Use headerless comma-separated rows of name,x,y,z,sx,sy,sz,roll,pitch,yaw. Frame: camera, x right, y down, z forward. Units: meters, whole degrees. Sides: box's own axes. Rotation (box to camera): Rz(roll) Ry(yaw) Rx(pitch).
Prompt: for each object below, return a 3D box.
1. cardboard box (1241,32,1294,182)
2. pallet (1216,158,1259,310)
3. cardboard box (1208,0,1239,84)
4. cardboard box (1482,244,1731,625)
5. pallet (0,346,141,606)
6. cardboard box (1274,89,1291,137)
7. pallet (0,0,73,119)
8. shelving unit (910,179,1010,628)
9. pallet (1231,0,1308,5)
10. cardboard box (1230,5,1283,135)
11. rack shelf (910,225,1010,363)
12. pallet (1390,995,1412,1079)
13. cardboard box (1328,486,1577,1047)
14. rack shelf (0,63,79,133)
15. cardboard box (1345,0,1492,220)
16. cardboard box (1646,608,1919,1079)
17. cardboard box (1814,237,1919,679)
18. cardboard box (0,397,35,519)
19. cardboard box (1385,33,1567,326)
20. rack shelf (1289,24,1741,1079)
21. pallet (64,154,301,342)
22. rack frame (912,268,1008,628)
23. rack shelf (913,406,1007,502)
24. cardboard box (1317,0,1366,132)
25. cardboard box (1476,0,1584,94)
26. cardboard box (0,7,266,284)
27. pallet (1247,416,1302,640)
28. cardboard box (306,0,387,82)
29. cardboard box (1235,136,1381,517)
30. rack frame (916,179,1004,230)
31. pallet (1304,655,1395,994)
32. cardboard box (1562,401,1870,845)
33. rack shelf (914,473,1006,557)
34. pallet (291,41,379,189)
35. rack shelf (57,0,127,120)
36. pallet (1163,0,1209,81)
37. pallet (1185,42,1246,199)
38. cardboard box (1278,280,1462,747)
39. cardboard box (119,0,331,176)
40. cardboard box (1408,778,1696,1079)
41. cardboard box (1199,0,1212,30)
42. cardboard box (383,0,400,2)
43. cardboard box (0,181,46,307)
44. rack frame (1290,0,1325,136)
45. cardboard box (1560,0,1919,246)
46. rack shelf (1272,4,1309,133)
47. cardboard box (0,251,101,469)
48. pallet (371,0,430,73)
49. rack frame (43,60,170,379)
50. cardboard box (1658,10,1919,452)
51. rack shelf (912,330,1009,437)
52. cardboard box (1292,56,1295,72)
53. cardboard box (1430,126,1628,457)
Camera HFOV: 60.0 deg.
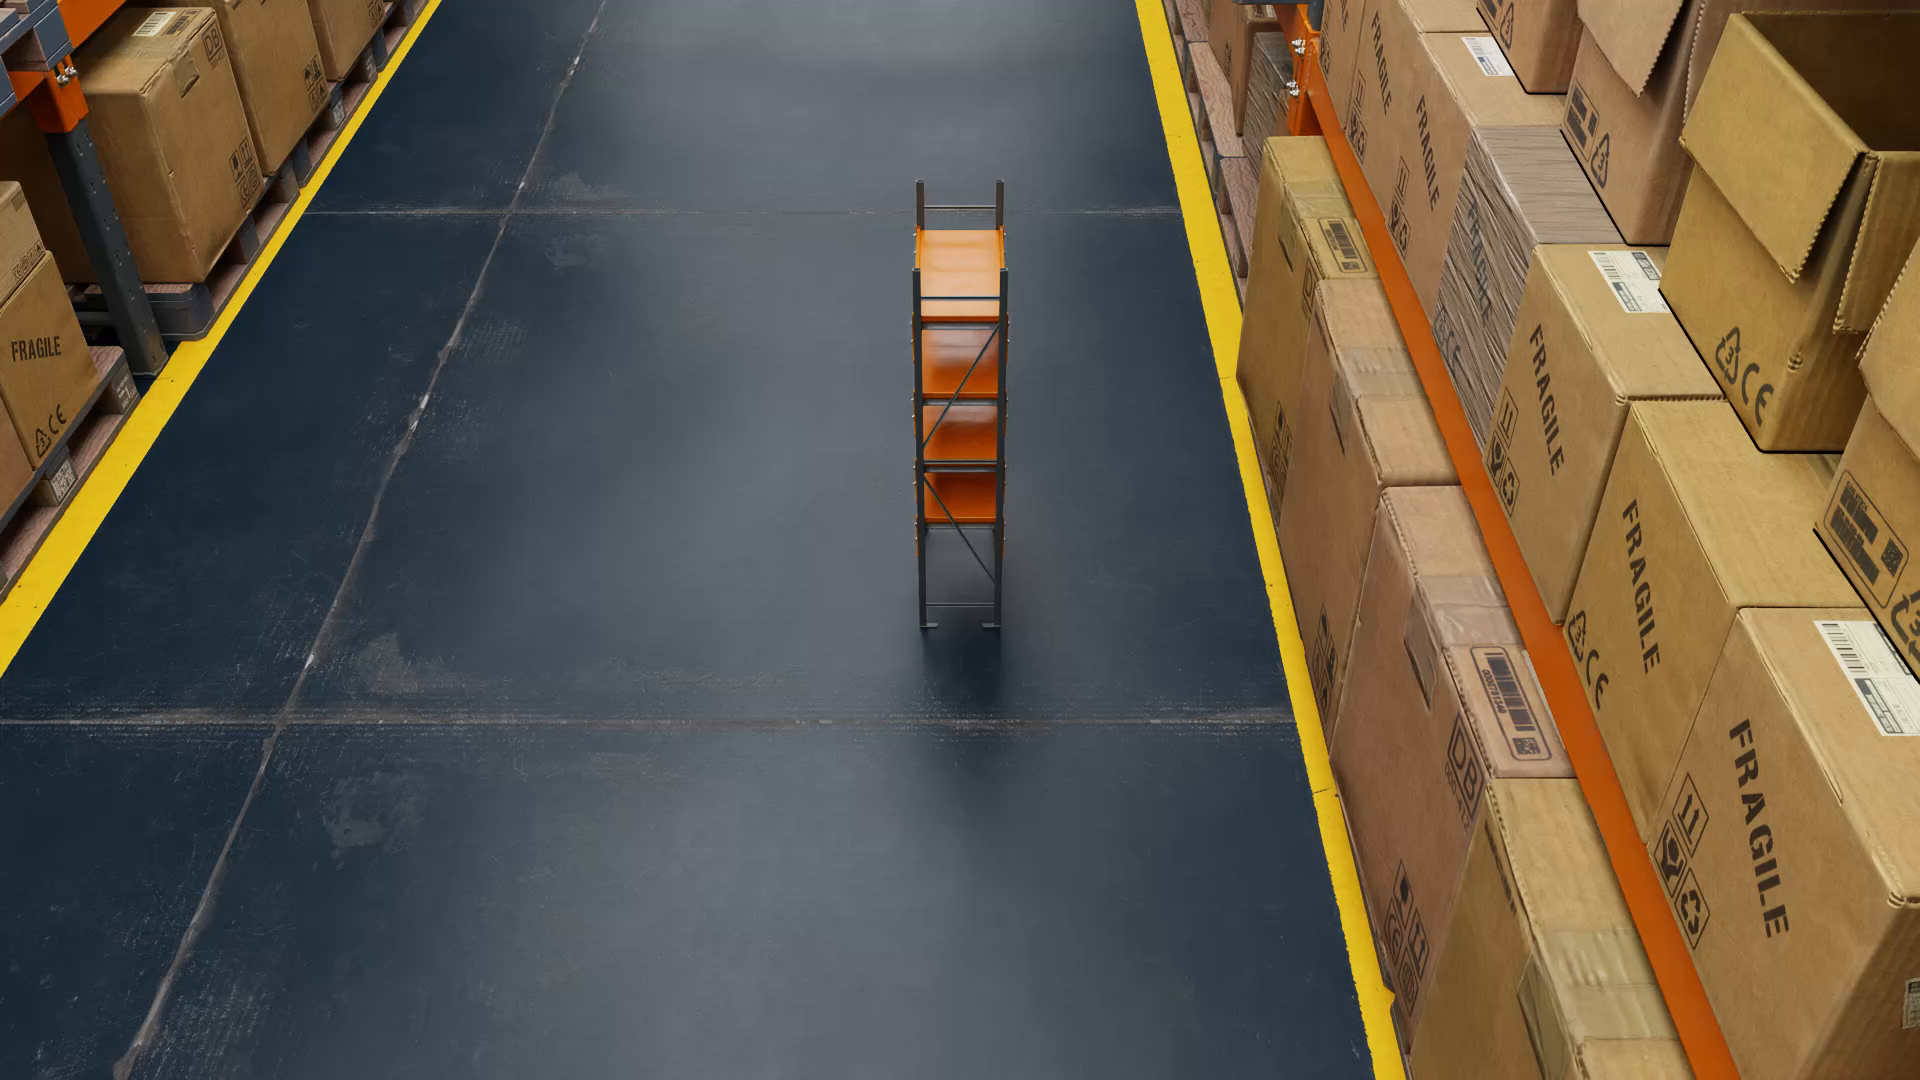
cardboard box,1.542,-1.692,6.610,0.700,0.500,0.500,-3,39,-4
pallet,1.576,-1.131,6.492,1.003,0.211,1.213,0,39,0
cardboard box,1.533,-2.396,7.488,0.700,0.500,0.500,-3,39,-4
cardboard box,1.306,-0.196,3.016,0.500,0.500,0.500,0,39,-1
pallet,-3.385,-0.213,5.347,1.003,0.211,1.213,0,39,0
cardboard box,1.555,-1.345,6.177,0.700,0.500,0.500,-2,39,-2
pallet,-3.277,-1.269,4.589,1.213,0.211,1.003,0,39,0
shelving unit,0.000,-0.365,4.746,0.258,1.200,0.503,0,39,0
pallet,1.468,-2.101,5.626,1.213,0.211,1.003,0,39,0
cardboard box,1.534,-2.047,7.053,0.700,0.500,0.500,3,39,4
rack shelf,0.000,-0.671,4.500,0.258,0.148,0.480,0,39,0
pallet,1.504,1.377,3.363,1.003,0.211,1.213,0,39,0
cardboard box,1.558,0.477,3.619,1.225,0.875,0.875,-1,39,-2
rack shelf,-3.382,-0.258,3.749,1.077,0.370,4.000,0,39,0
cardboard box,1.307,-1.143,4.197,0.500,0.500,0.500,-1,39,-1
cardboard box,1.307,0.440,2.222,0.500,0.500,0.500,0,39,0
cardboard box,1.571,-0.059,2.042,0.797,0.503,0.637,-1,39,-1
cardboard box,-3.125,-0.242,4.817,0.500,0.500,0.500,1,39,2
cardboard box,1.311,-0.822,3.797,0.500,0.500,0.500,-1,39,-1
rack shelf,1.578,-0.199,3.675,1.077,0.370,4.000,0,39,0
pallet,-3.310,-1.195,6.572,1.003,0.211,1.213,0,39,0
rack frame,0.000,-0.212,4.555,0.240,1.200,0.015,0,39,0
rack shelf,0.000,-0.312,4.788,0.258,0.148,0.480,0,39,0
cardboard box,1.304,-1.465,4.600,0.500,0.500,0.500,1,39,1
cardboard box,1.558,-1.296,3.586,0.797,0.503,0.637,1,39,1
cardboard box,-3.295,-1.457,6.132,1.050,0.750,0.750,-1,39,-1
pallet,1.501,-0.149,5.267,1.003,0.211,1.213,0,39,0
cardboard box,-3.301,-2.586,7.541,1.050,0.750,0.750,0,39,0
cardboard box,1.556,-0.633,5.005,1.225,0.875,0.875,-2,39,-2
rack frame,0.000,-0.517,4.936,0.240,1.200,0.015,0,39,0
pallet,1.500,0.612,4.317,1.003,0.211,1.213,0,39,0
cardboard box,1.313,0.130,2.609,0.500,0.500,0.500,1,39,1
rack shelf,0.000,-0.157,4.912,0.258,0.148,0.480,0,39,0
pallet,-3.308,-1.956,7.522,1.003,0.211,1.213,0,39,0
rack shelf,-3.387,-2.760,6.870,1.077,0.370,4.000,0,39,0
pallet,1.574,-2.657,8.396,1.003,0.211,1.213,0,39,0
pallet,1.578,-1.892,7.442,1.003,0.211,1.213,0,39,0
cardboard box,1.549,-0.076,4.309,1.225,0.875,0.875,0,39,0
cardboard box,-3.299,-2.003,6.814,1.050,0.750,0.750,1,39,1
cardboard box,1.560,1.036,2.922,1.225,0.875,0.875,0,39,0
cardboard box,1.532,-2.746,7.924,0.700,0.500,0.500,0,39,0
cardboard box,-3.298,-3.189,8.294,1.050,0.750,0.750,0,39,0
cardboard box,-3.121,-0.843,4.967,0.500,0.250,0.500,-1,39,-1
rack frame,1.576,-1.730,5.010,1.000,3.000,0.127,0,39,0
cardboard box,1.566,-0.877,3.063,0.797,0.503,0.637,1,39,1
rack shelf,1.573,-2.700,6.796,1.077,0.370,4.000,0,39,0
cardboard box,-3.122,-0.567,5.222,0.500,0.500,0.500,0,39,0
pallet,-3.313,-2.721,8.476,1.003,0.211,1.213,0,39,0
rack frame,-3.384,-1.790,5.085,1.000,3.000,0.127,0,39,0
cardboard box,1.582,-0.488,2.578,0.797,0.503,0.637,0,39,0
rack shelf,0.000,-0.487,4.648,0.258,0.148,0.480,0,39,0
cardboard box,1.534,-1.970,6.357,0.500,0.250,0.500,4,39,5
cardboard box,1.310,-0.510,3.407,0.500,0.500,0.500,0,39,0
